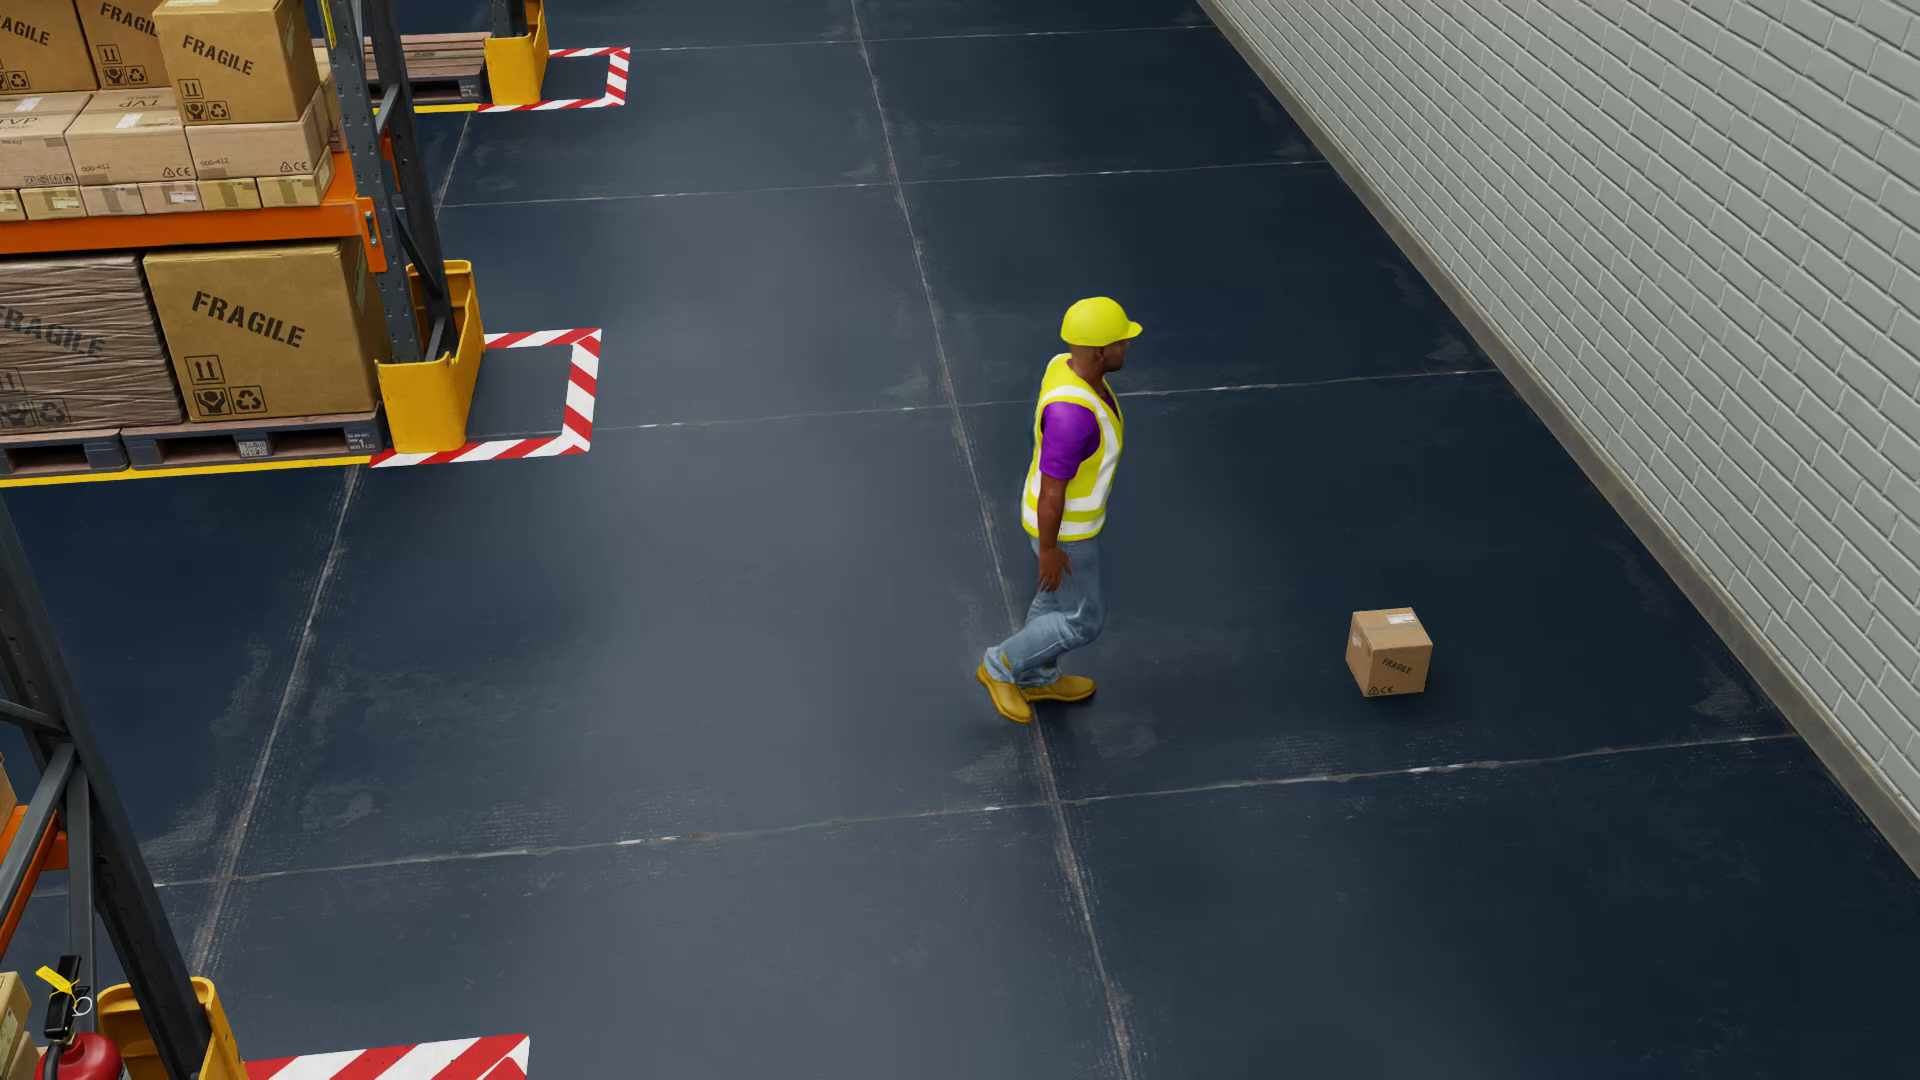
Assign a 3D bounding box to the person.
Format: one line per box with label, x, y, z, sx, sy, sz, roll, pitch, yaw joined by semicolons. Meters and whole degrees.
person;0.354;-0.089;6.247;0.566;1.760;0.614;3;35;4
